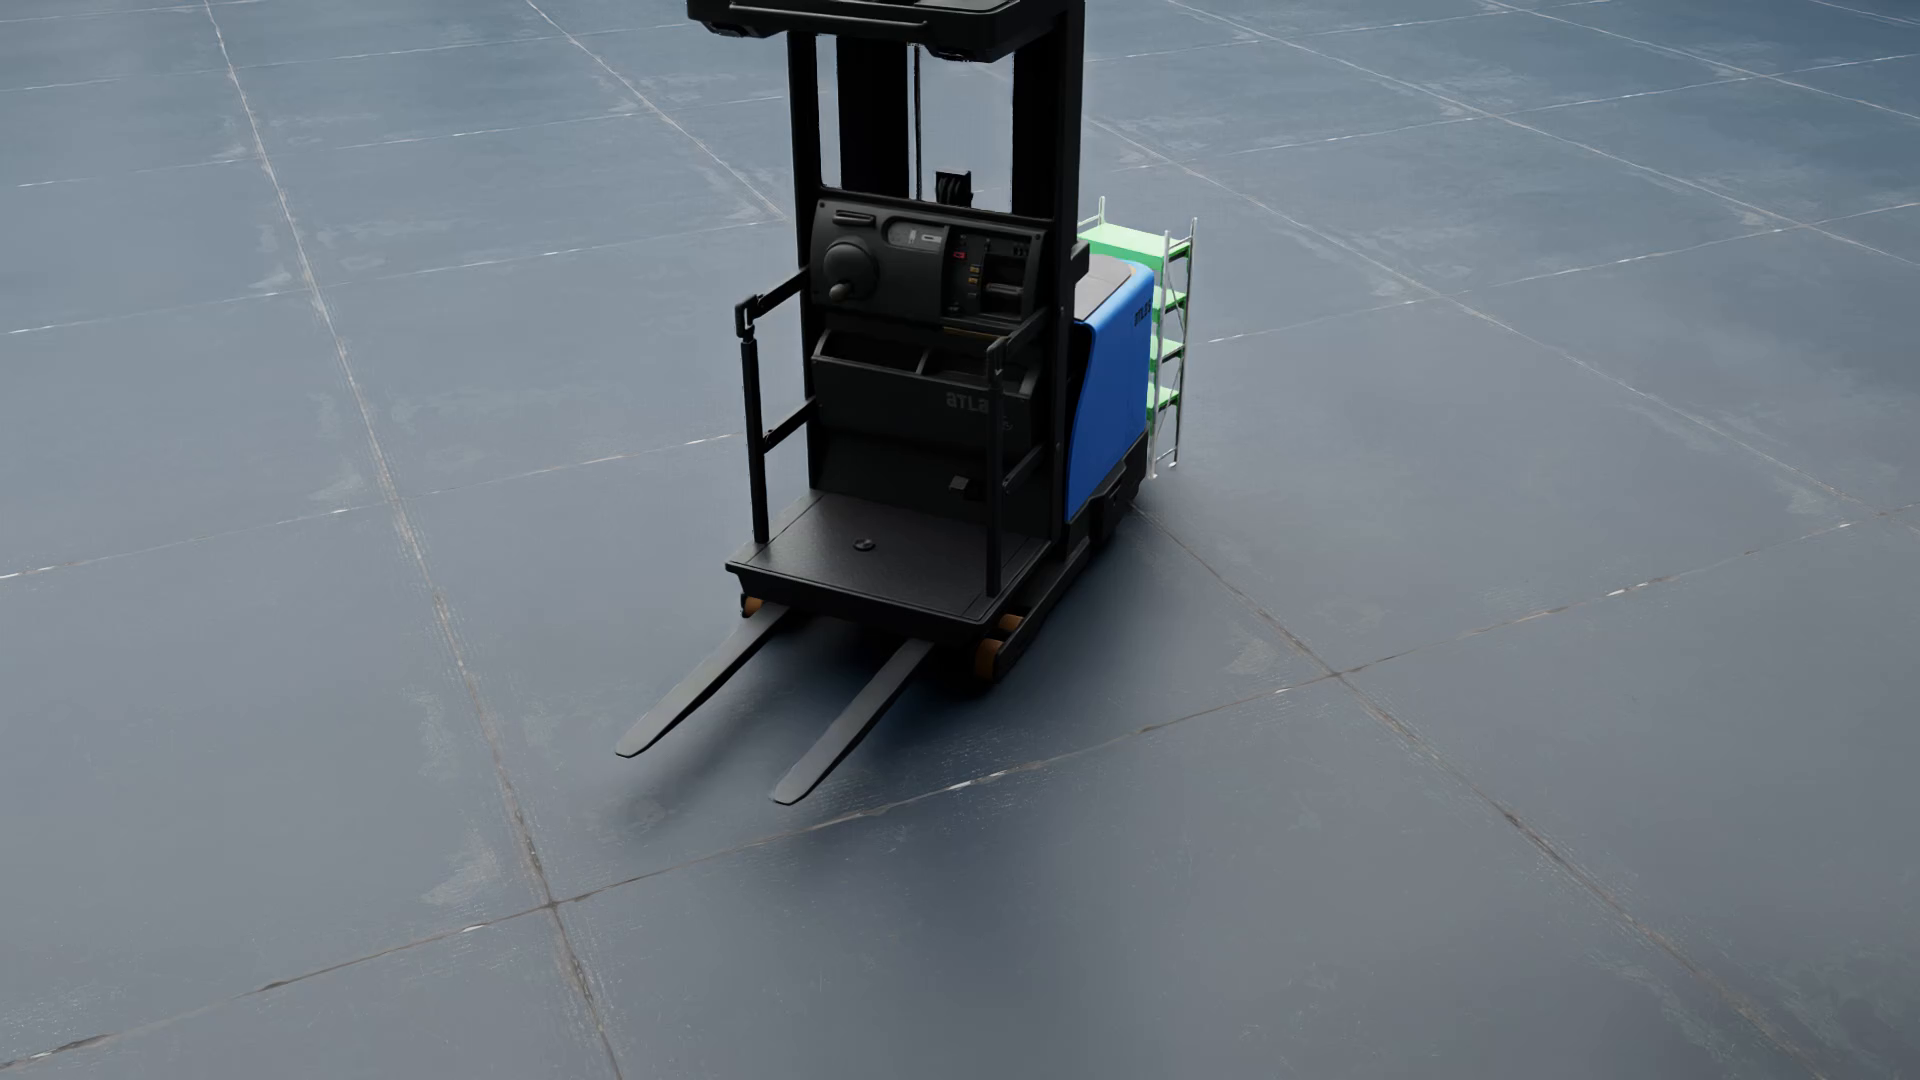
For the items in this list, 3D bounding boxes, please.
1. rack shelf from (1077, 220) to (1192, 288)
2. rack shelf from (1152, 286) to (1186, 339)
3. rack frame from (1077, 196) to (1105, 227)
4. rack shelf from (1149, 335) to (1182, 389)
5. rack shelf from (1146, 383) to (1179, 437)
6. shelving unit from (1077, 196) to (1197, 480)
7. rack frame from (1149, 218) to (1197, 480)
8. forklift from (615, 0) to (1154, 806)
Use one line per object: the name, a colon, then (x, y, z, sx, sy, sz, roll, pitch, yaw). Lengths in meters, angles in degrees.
rack shelf: (0.772, -1.288, 7.467, 0.480, 0.148, 0.258, 21, 35, 33)
rack shelf: (0.771, -1.078, 7.583, 0.480, 0.148, 0.258, 21, 35, 33)
rack frame: (0.579, -0.998, 7.800, 0.015, 1.200, 0.240, 21, 35, 33)
rack shelf: (0.770, -0.868, 7.699, 0.480, 0.148, 0.258, 21, 35, 33)
rack shelf: (0.769, -0.658, 7.815, 0.480, 0.148, 0.258, 21, 35, 33)
shelving unit: (0.771, -0.924, 7.668, 0.503, 1.200, 0.258, 21, 35, 33)
rack frame: (0.962, -0.850, 7.536, 0.015, 1.200, 0.240, 21, 35, 33)
forklift: (-0.217, -0.982, 6.004, 1.130, 2.935, 3.031, 13, 32, 21)
